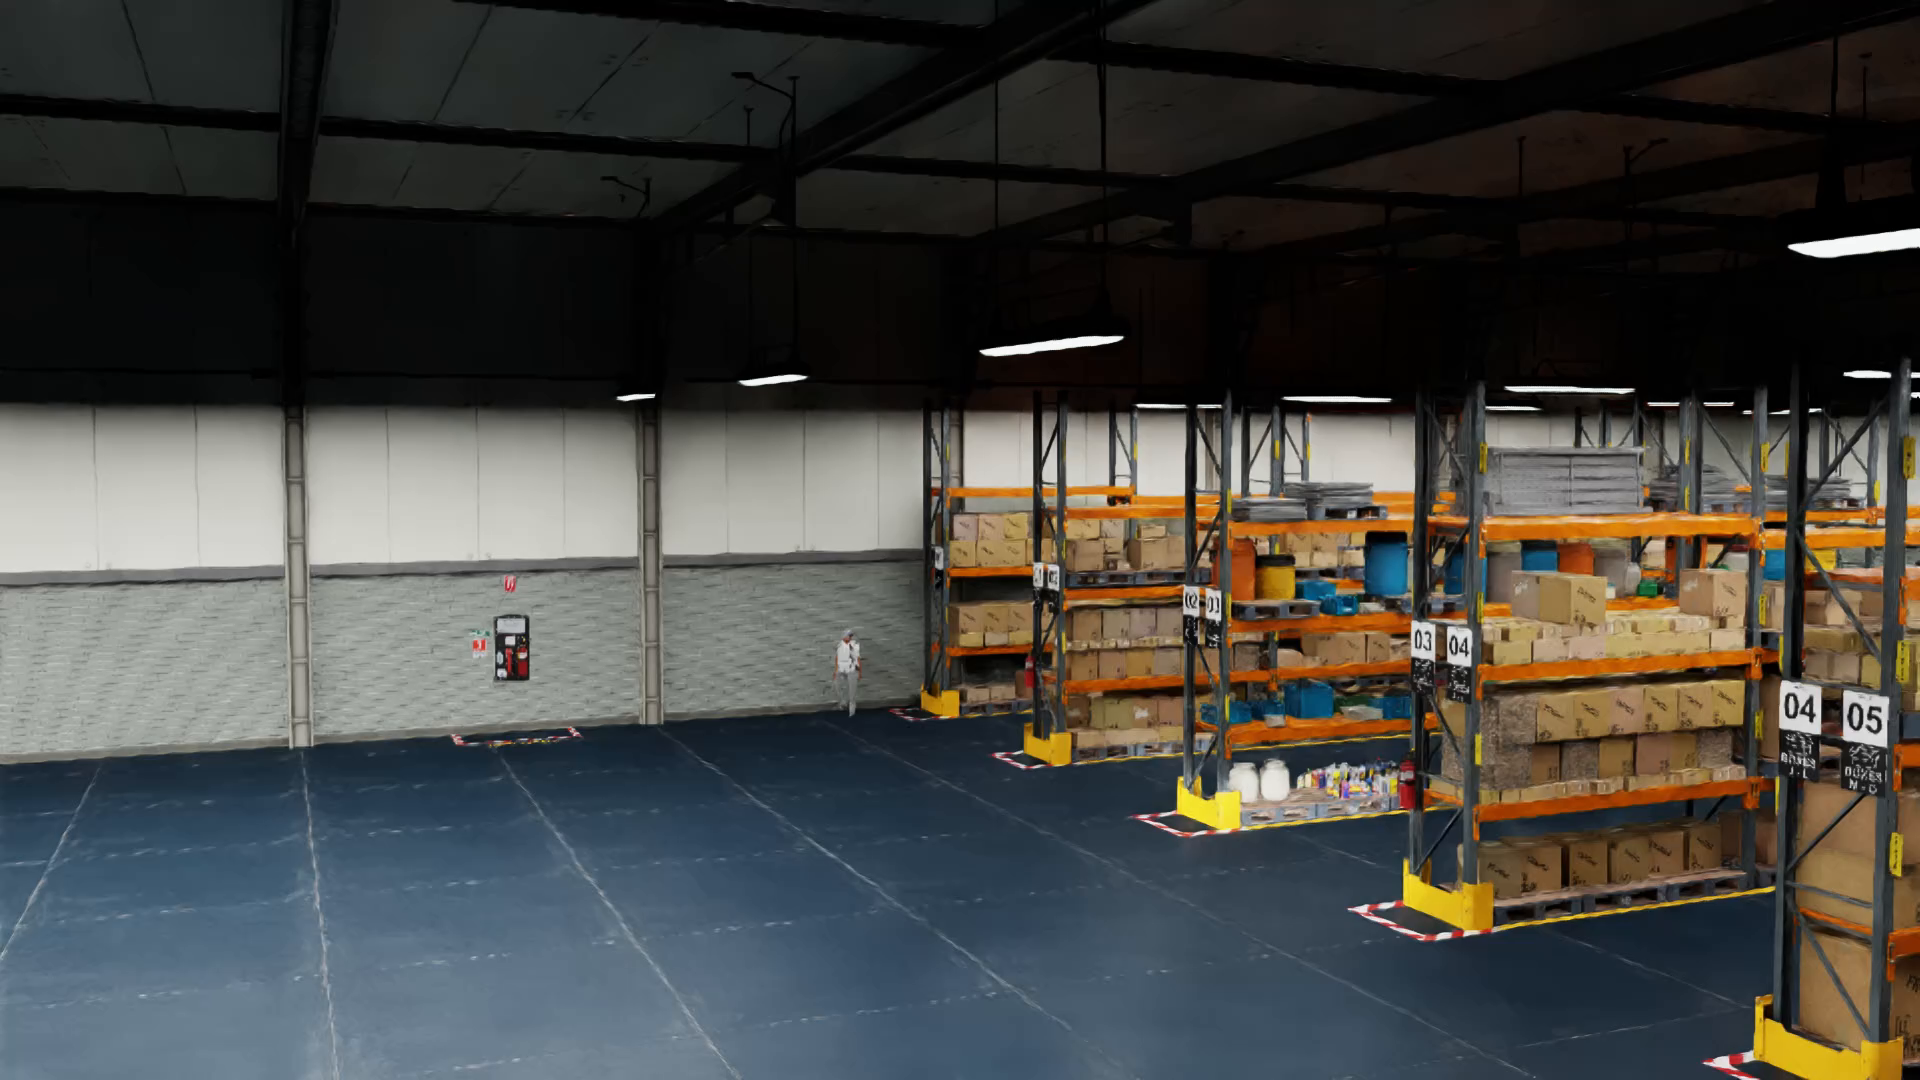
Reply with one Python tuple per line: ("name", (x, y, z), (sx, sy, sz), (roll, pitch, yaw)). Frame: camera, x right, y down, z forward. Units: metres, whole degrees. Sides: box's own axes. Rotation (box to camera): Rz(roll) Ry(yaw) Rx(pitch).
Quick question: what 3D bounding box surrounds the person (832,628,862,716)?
("person", (-2.187, 2.483, 31.578), (0.694, 1.656, 0.539), (2, 4, 26))
